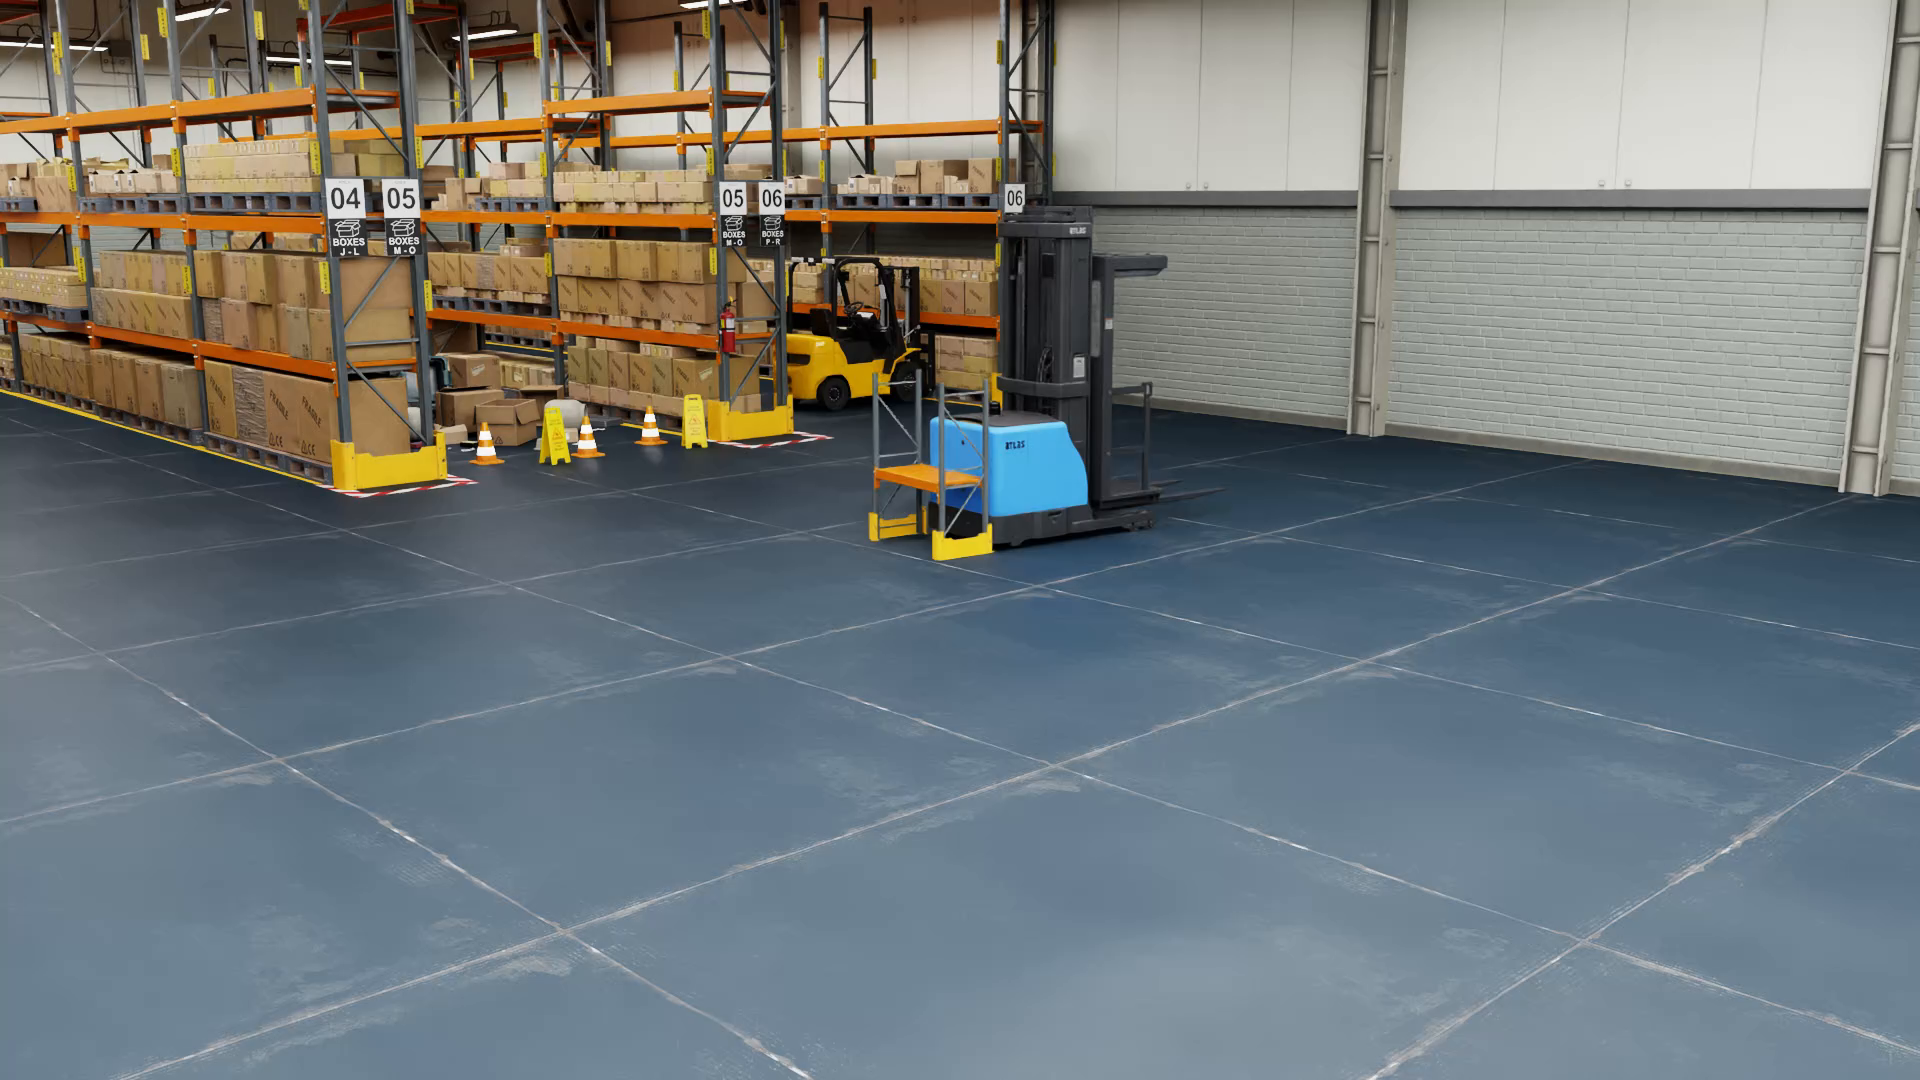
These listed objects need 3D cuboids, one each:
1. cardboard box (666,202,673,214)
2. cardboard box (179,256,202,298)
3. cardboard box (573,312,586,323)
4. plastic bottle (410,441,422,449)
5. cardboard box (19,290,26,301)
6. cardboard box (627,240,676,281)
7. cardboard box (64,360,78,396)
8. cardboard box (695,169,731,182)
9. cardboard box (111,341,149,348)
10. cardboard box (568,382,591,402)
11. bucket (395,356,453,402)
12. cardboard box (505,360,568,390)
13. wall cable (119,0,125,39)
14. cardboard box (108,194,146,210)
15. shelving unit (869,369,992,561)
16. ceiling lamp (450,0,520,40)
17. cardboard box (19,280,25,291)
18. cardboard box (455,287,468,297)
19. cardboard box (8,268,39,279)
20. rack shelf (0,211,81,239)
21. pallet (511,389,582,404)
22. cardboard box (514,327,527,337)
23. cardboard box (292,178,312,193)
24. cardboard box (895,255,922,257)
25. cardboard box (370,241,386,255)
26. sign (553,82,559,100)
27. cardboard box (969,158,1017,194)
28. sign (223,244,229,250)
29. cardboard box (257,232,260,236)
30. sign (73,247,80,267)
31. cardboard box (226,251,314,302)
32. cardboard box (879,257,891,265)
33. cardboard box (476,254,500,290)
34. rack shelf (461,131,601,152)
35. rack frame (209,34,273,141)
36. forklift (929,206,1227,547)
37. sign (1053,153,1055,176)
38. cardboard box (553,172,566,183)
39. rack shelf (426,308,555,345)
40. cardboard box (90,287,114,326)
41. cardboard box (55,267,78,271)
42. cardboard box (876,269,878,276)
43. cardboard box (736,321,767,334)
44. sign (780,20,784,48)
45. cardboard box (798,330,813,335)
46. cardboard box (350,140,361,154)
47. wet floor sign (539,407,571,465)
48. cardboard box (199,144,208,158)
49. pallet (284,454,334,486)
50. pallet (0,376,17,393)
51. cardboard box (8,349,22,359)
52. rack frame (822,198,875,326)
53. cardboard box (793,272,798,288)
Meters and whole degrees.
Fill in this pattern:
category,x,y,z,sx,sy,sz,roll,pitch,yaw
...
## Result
category,x,y,z,sx,sy,sz,roll,pitch,yaw
cardboard box,-3.562,-4.279,21.434,0.380,0.149,0.250,-11,16,-42
cardboard box,-9.252,-3.287,20.709,0.700,0.500,0.500,-11,16,-44
cardboard box,-5.197,-3.138,23.333,0.380,0.149,0.250,-10,15,-41
plastic bottle,-6.633,-1.173,20.456,0.133,0.061,0.283,6,13,26
cardboard box,-13.776,-3.655,24.801,0.250,0.149,0.380,11,16,43
cardboard box,-3.914,-3.661,21.786,0.700,0.500,0.500,-11,16,-43
cardboard box,-12.667,-2.378,24.175,0.500,0.500,0.500,-10,15,-40
cardboard box,-3.080,-4.543,20.740,0.380,0.149,0.250,-11,16,-42
cardboard box,-11.969,-2.744,24.092,0.500,0.250,0.500,11,16,43
cardboard box,-5.183,-2.117,23.526,0.500,0.250,0.500,11,16,43
bucket,-7.144,-2.120,22.112,0.726,0.611,0.620,-5,3,-23
cardboard box,-6.258,-2.481,24.991,0.950,0.372,0.625,-10,15,-39
wall cable,-18.570,-11.948,34.249,2.355,3.000,0.029,-11,16,-43
cardboard box,-11.869,-4.899,23.577,0.500,0.500,0.500,-11,16,-43
shelving unit,-0.267,-0.679,14.489,0.587,1.500,1.083,-8,14,-35
ceiling lamp,-8.343,-10.610,29.644,0.800,3.185,2.000,-11,16,-43
cardboard box,-13.764,-3.799,24.764,0.380,0.149,0.250,-10,15,-40
cardboard box,-7.566,-3.839,25.695,0.380,0.149,0.250,-11,16,-42
cardboard box,-14.118,-4.019,25.095,0.380,0.149,0.250,-11,16,-42
rack shelf,-13.049,-4.670,24.492,1.077,0.370,4.000,-11,16,-43
pallet,-5.934,-2.129,24.723,1.003,0.211,1.213,-11,16,-43
cardboard box,-8.886,-4.483,34.390,0.500,0.500,0.500,-11,16,-42
cardboard box,-6.791,-3.732,17.494,0.380,0.149,0.250,-11,16,-42
cardboard box,-0.815,-4.475,26.605,0.380,0.149,0.250,-11,16,-44
cardboard box,-9.402,-4.690,27.518,0.500,0.500,0.500,-11,16,-43
sign,-7.737,-8.603,31.857,0.100,0.325,0.005,-11,16,-43
cardboard box,0.473,-5.293,24.201,0.500,0.500,0.500,-10,15,-41
sign,-14.087,-5.519,31.926,0.100,0.325,0.005,-11,16,-43
cardboard box,-12.894,-5.750,31.053,0.380,0.149,0.250,-11,16,-42
sign,-14.031,-4.490,26.400,0.100,0.325,0.005,-11,16,-43
cardboard box,-7.938,-3.059,19.277,0.875,0.550,0.550,-11,16,-43
cardboard box,-1.071,-4.351,26.003,0.380,0.149,0.250,-11,16,-43
cardboard box,-6.938,-4.042,25.072,0.500,0.500,0.500,11,16,43
rack shelf,-8.713,-8.118,33.803,1.077,0.370,4.000,-11,16,-43
rack frame,-13.682,-8.071,31.787,1.000,3.000,0.127,-11,16,-43
forklift,1.200,-1.590,15.367,3.031,2.935,1.130,-9,14,-36
sign,1.360,-5.503,24.390,0.100,0.325,0.005,-11,16,-43
cardboard box,-5.413,-5.027,23.090,0.380,0.149,0.250,-11,16,-44
rack shelf,-6.776,-3.321,25.381,1.077,0.370,4.000,-11,16,-43
cardboard box,-11.553,-3.207,22.795,0.500,0.500,0.500,-11,16,-42
cardboard box,-13.648,-4.110,25.535,0.250,0.149,0.380,11,16,43
cardboard box,-1.101,-4.201,26.012,0.380,0.149,0.250,-11,16,-43
cardboard box,-2.717,-2.753,21.464,0.380,0.149,0.250,-11,16,-42
sign,-2.240,-6.308,20.717,0.100,0.325,0.005,-11,16,-43
cardboard box,-2.176,-3.191,27.811,0.875,0.625,0.625,-10,15,-40
cardboard box,-6.316,-4.214,17.858,0.380,0.149,0.250,-11,16,-42
wet floor sign,-4.691,-1.212,19.195,0.232,0.644,0.267,8,14,35
cardboard box,-8.548,-4.494,19.214,0.380,0.149,0.250,-11,16,-43
pallet,-6.752,-0.833,18.433,1.003,0.211,1.213,-11,16,-43
pallet,-14.919,-2.572,26.872,1.003,0.211,1.213,-11,16,-43
cardboard box,-14.864,-2.961,26.400,0.380,0.149,0.250,-10,15,-41
rack frame,-1.807,-4.074,27.251,1.000,3.000,0.127,-11,16,-43
cardboard box,-2.692,-4.355,27.751,0.500,0.250,0.500,11,16,44
